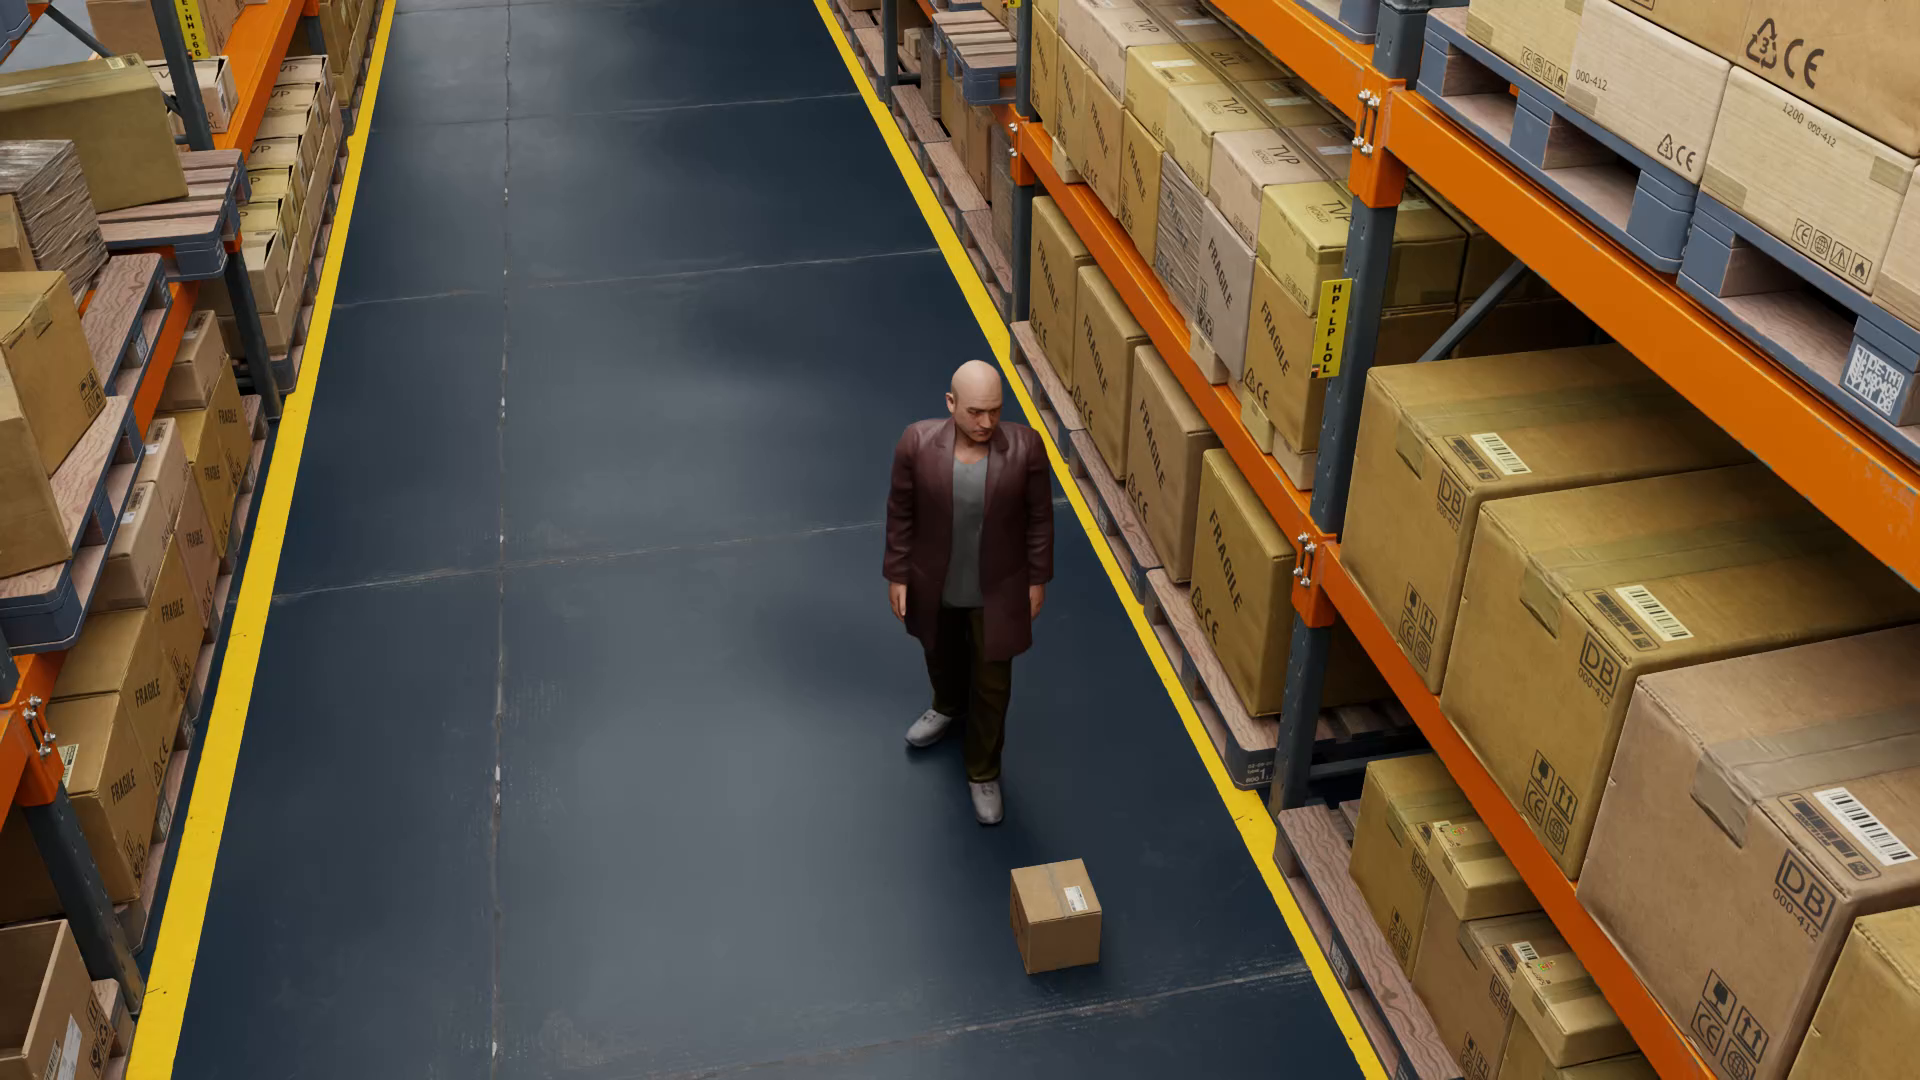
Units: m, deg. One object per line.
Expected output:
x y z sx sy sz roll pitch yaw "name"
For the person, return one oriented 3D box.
0.029 0.138 5.944 0.608 1.777 0.681 4 34 6 "person"
